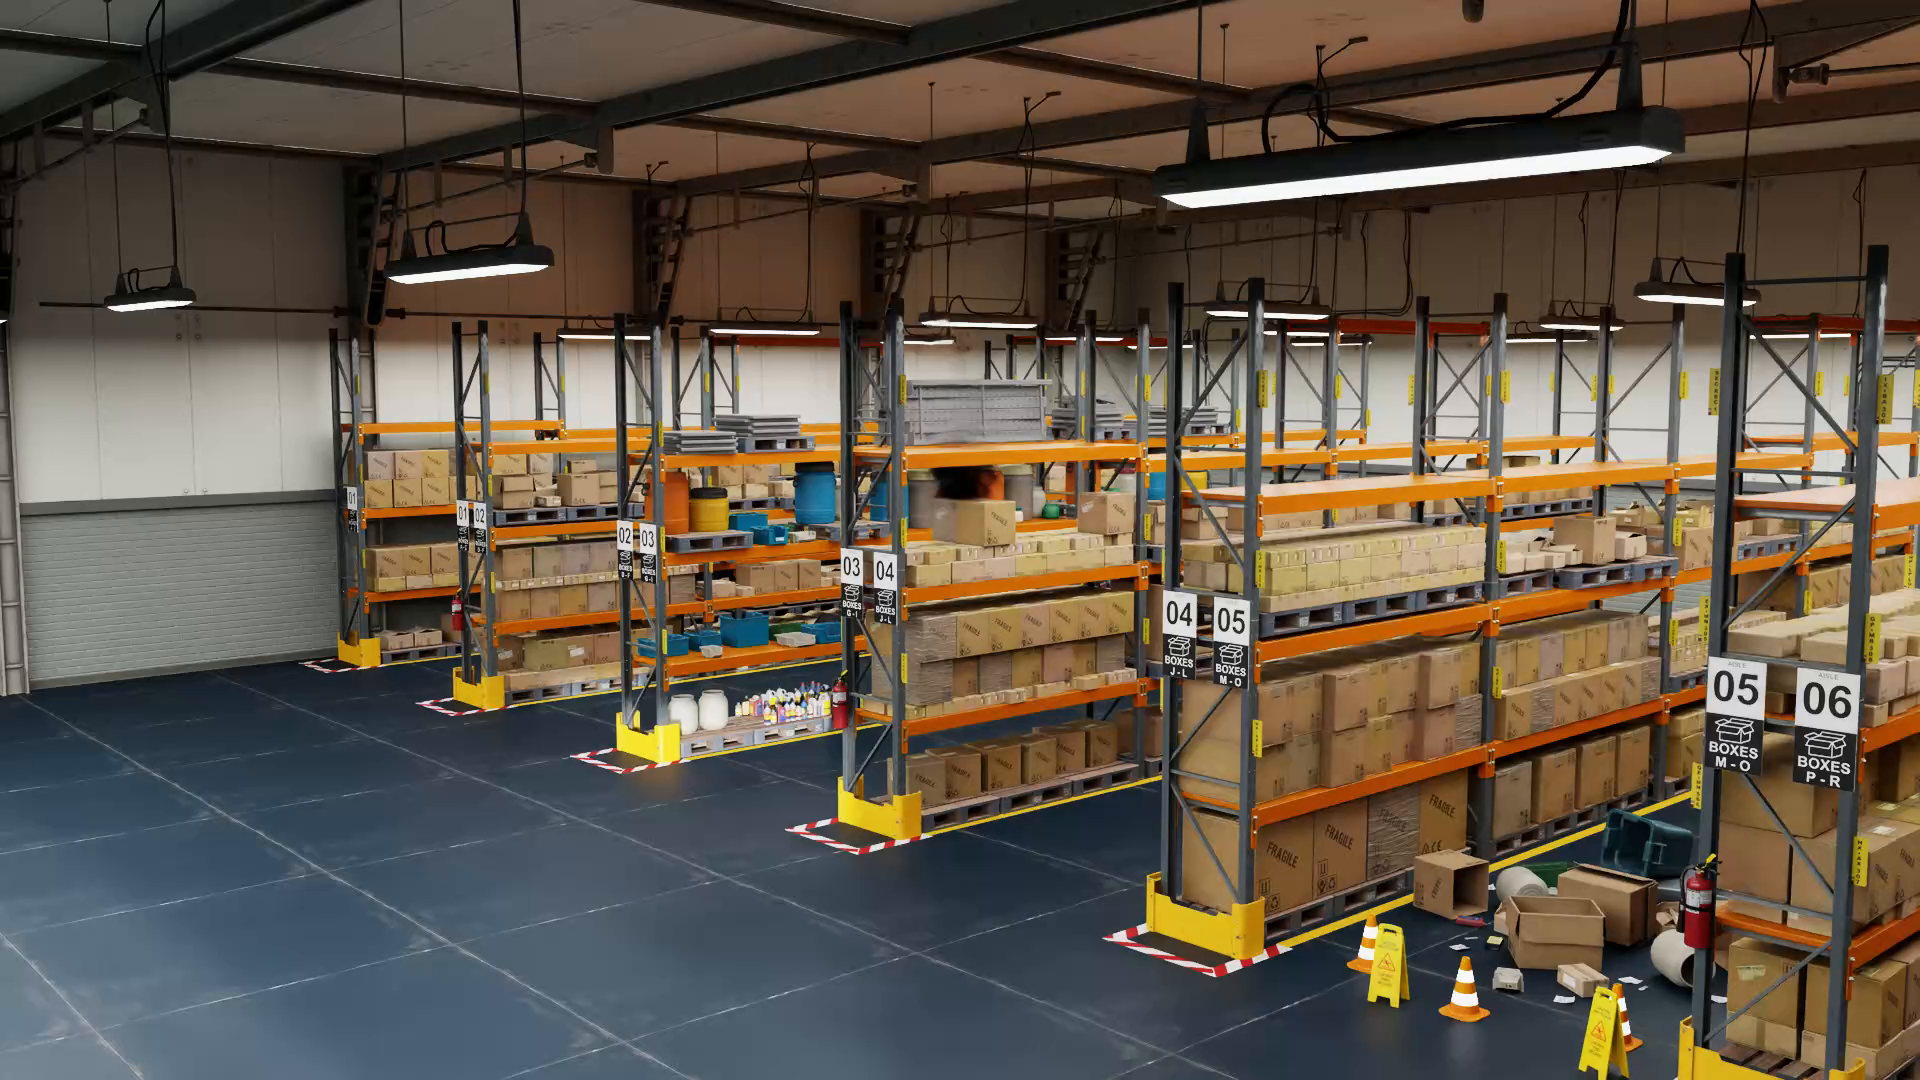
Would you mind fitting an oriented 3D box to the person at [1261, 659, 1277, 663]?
[{"bbox_3d":[3.781,2.185,20.099,0.665,1.666,0.928,5,8,44],"label":"person"}]
